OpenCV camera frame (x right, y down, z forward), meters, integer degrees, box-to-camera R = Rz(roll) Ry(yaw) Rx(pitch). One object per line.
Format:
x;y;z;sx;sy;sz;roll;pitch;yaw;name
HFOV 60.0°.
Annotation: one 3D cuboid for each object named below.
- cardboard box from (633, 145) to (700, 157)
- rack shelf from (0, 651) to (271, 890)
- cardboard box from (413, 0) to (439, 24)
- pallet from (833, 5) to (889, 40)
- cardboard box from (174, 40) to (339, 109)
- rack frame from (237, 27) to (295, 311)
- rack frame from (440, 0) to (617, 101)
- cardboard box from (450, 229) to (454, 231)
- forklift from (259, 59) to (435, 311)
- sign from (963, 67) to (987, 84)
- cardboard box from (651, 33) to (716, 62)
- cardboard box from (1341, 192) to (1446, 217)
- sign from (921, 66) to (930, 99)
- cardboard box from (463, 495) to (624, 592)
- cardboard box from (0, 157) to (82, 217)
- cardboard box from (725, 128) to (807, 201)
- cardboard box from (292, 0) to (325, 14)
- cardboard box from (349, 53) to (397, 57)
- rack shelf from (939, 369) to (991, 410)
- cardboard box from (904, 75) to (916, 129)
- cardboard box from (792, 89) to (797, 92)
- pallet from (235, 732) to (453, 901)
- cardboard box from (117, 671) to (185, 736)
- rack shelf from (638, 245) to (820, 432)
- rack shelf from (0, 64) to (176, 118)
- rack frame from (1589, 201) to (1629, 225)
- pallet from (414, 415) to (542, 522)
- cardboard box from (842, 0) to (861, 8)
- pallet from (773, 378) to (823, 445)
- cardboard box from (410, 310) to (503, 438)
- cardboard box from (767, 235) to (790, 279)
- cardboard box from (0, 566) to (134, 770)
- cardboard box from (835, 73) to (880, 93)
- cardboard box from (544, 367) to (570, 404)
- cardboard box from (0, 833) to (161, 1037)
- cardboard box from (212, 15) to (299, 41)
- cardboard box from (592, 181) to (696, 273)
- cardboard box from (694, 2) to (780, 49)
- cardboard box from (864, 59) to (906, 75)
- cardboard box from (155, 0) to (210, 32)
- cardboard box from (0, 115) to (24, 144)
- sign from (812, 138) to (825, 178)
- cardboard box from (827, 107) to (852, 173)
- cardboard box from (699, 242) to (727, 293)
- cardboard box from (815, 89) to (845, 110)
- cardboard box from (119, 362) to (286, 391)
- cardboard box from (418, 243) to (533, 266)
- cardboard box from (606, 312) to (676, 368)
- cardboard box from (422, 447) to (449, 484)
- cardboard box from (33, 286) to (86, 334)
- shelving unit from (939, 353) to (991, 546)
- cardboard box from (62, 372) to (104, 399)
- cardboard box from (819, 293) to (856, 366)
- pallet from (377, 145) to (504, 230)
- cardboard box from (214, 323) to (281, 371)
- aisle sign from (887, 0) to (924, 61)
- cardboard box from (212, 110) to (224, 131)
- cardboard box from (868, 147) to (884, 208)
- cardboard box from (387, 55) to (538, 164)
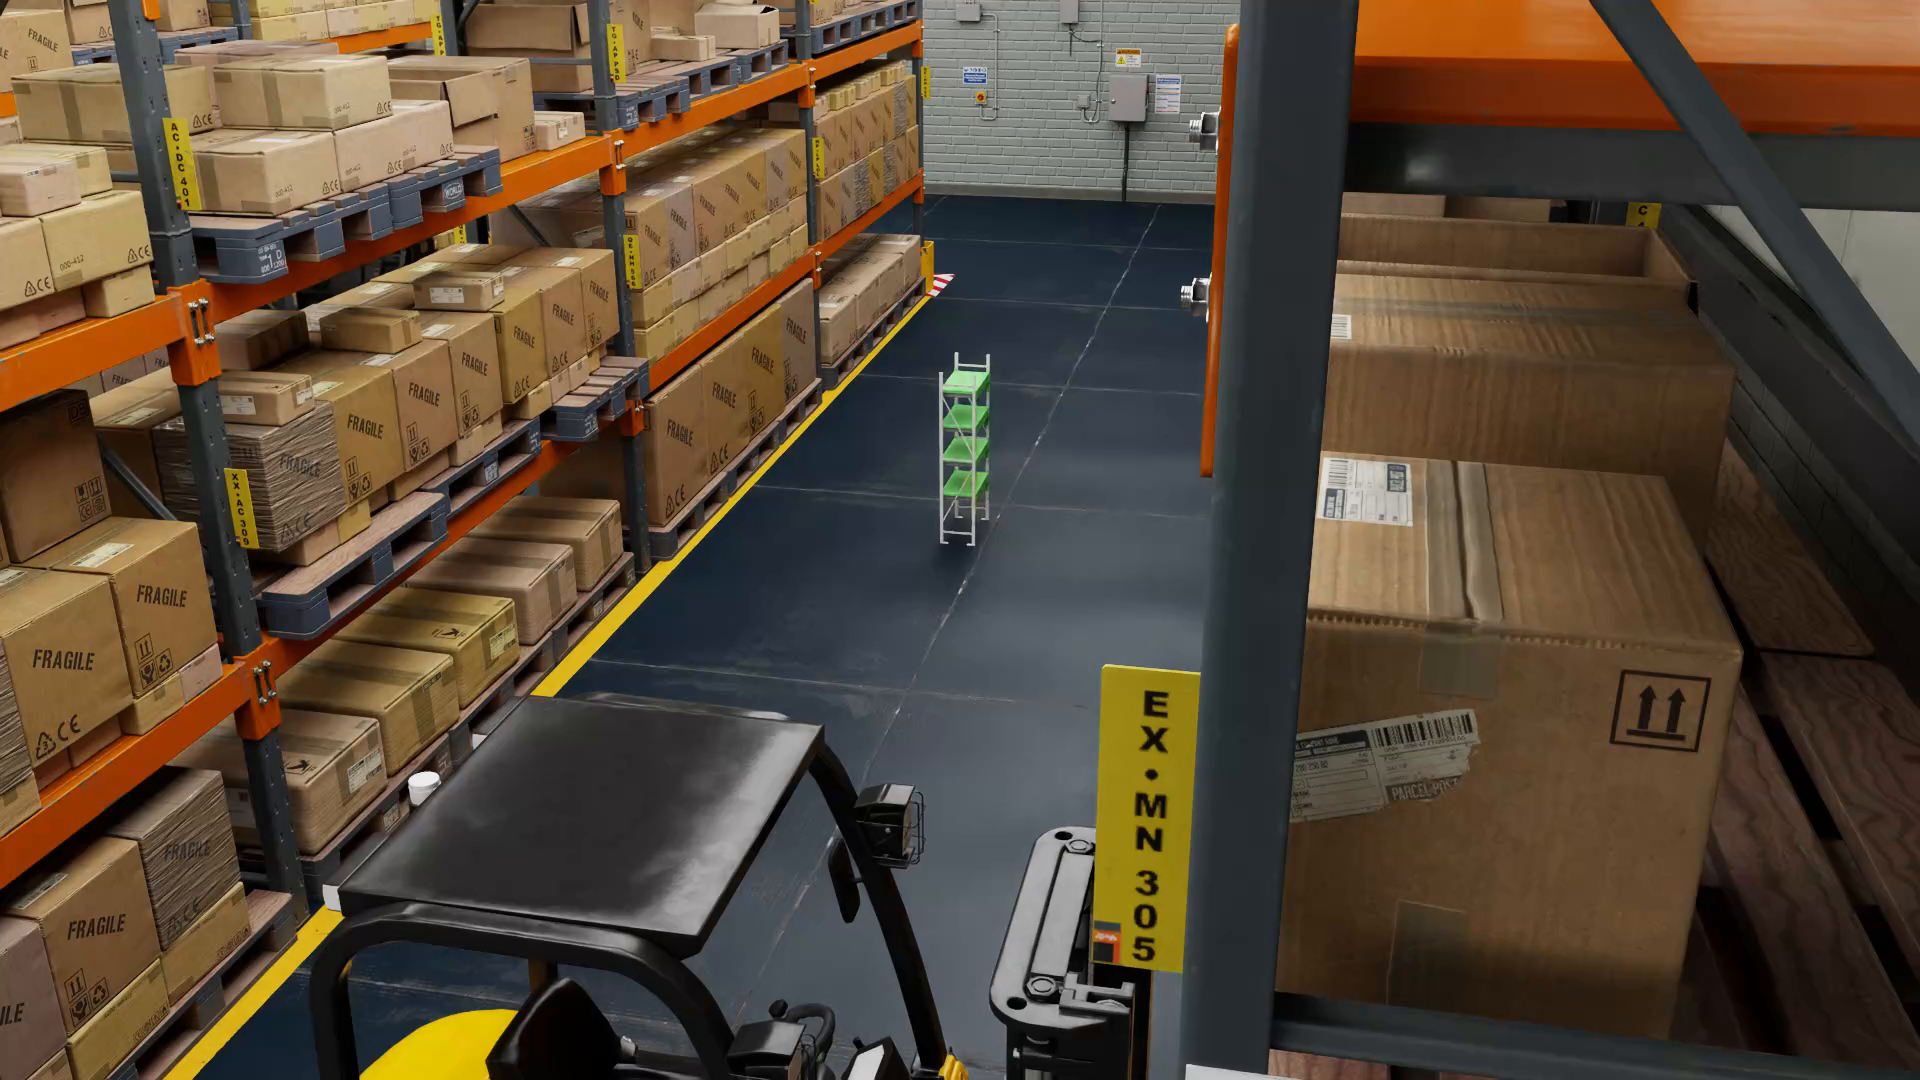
-2.256;-2.684;12.531;0.500;0.500;0.500;4;22;10;cardboard box
-3.744;1.306;5.058;1.077;0.370;4.000;4;22;11;rack shelf
-5.685;-5.436;17.022;0.500;0.250;0.500;4;22;11;cardboard box
-1.275;-4.778;15.306;1.003;0.211;1.213;4;22;11;pallet
-3.156;-2.104;7.517;0.500;0.250;0.500;5;22;12;cardboard box
-6.570;-3.025;14.849;1.000;3.000;0.127;4;22;11;rack frame
-2.520;-4.005;9.251;1.000;3.000;0.127;4;22;11;rack frame
-5.721;-3.336;18.079;0.380;0.149;0.250;5;22;12;cardboard box
-4.704;-2.058;12.541;1.130;2.935;3.031;6;23;14;forklift
0.205;-6.363;22.776;0.327;0.218;0.001;4;22;11;sign
-1.943;-3.459;11.664;0.380;0.166;0.250;6;23;15;cardboard box
1.433;-1.256;5.866;0.500;0.311;0.500;4;22;9;cardboard box
-0.359;-4.748;17.261;0.100;0.325;0.005;4;22;11;sign
-2.645;0.008;10.273;0.950;0.372;0.625;3;22;7;cardboard box
-3.165;-1.170;5.497;0.380;0.149;0.250;4;22;10;cardboard box
-1.549;-3.012;13.346;0.500;0.500;0.500;5;23;13;cardboard box
-6.131;-4.918;15.067;0.500;0.250;0.500;4;22;11;cardboard box
-6.202;-4.807;17.404;0.500;0.500;0.500;5;22;12;cardboard box
0.034;-1.003;11.124;0.258;0.148;0.480;4;22;11;rack shelf
-0.753;-4.463;16.948;0.500;0.500;0.500;5;23;13;cardboard box
-1.682;-3.999;14.928;0.380;0.149;0.250;4;22;11;cardboard box
-3.179;1.250;7.968;1.003;0.211;1.213;4;22;11;pallet
-3.147;0.590;6.209;0.380;0.149;0.250;5;22;12;cardboard box
-2.112;-1.619;12.322;1.077;0.370;4.000;4;22;11;rack shelf
-6.978;-3.351;12.607;1.077;0.370;4.000;4;22;11;rack shelf
1.524;-2.165;4.683;1.000;3.000;0.127;4;22;11;rack frame
-2.884;-0.406;8.602;1.003;0.211;1.213;4;22;11;pallet
-1.242;-5.195;15.646;0.500;0.311;0.500;5;22;12;cardboard box
-1.787;-1.103;13.810;1.003;0.211;1.213;4;22;11;pallet
-2.649;-0.839;8.328;0.500;0.500;0.500;4;22;9;cardboard box
-1.653;-2.246;13.115;0.500;0.250;0.500;4;22;10;cardboard box
-3.282;0.427;5.746;0.500;0.500;0.500;5;23;13;cardboard box
-0.971;-4.341;15.777;0.380;0.149;0.250;5;22;12;cardboard box
-2.407;-0.872;9.277;0.380;0.149;0.250;3;22;8;cardboard box
-3.296;1.397;5.984;0.500;0.500;0.500;5;22;12;cardboard box
-6.217;-4.496;14.687;0.500;0.250;0.500;6;23;14;cardboard box
-2.088;-2.076;11.020;0.500;0.500;0.500;5;22;11;cardboard box
-1.678;-3.891;12.542;0.500;0.311;0.500;4;22;11;cardboard box
-0.765;-4.812;16.946;0.380;0.149;0.250;5;22;12;cardboard box
-6.755;-4.527;13.869;0.700;0.500;0.500;4;22;11;cardboard box
-10.532;-4.588;18.534;0.500;0.250;0.500;4;22;10;cardboard box
-1.170;-3.147;13.709;0.100;0.325;0.005;4;22;11;sign
-1.260;-3.535;14.643;0.500;0.500;0.500;4;22;10;cardboard box
-1.954;-1.921;11.639;0.500;0.250;0.500;4;22;11;cardboard box
-1.227;-3.869;14.605;0.380;0.149;0.250;4;22;11;cardboard box
-3.367;-0.506;7.500;0.500;0.500;0.500;5;22;11;cardboard box
-2.838;-1.454;9.854;0.500;0.500;0.500;4;22;9;cardboard box
-2.174;-1.312;10.797;0.500;0.250;0.500;4;22;10;cardboard box
-2.726;-0.396;8.097;0.380;0.149;0.250;5;22;11;cardboard box
-3.240;-0.809;5.669;0.380;0.149;0.250;5;22;12;cardboard box
0.034;-0.617;11.280;0.258;1.200;0.503;4;22;11;shelving unit
-6.893;-1.021;12.657;0.500;0.500;0.500;5;22;12;cardboard box
-1.471;-1.912;14.954;0.875;0.438;0.875;4;22;10;cardboard box
-2.897;-1.660;7.697;1.213;0.211;1.003;4;22;11;pallet
-3.335;-0.878;7.556;0.380;0.149;0.250;4;22;9;cardboard box
-0.569;-5.356;17.158;0.394;0.787;0.004;4;22;11;aisle sign
-3.251;-1.685;7.145;0.500;0.250;0.500;5;22;12;cardboard box
-1.032;-3.436;15.737;0.500;0.500;0.500;5;22;13;cardboard box
-2.723;-2.314;8.934;0.700;0.500;0.500;4;22;11;cardboard box
